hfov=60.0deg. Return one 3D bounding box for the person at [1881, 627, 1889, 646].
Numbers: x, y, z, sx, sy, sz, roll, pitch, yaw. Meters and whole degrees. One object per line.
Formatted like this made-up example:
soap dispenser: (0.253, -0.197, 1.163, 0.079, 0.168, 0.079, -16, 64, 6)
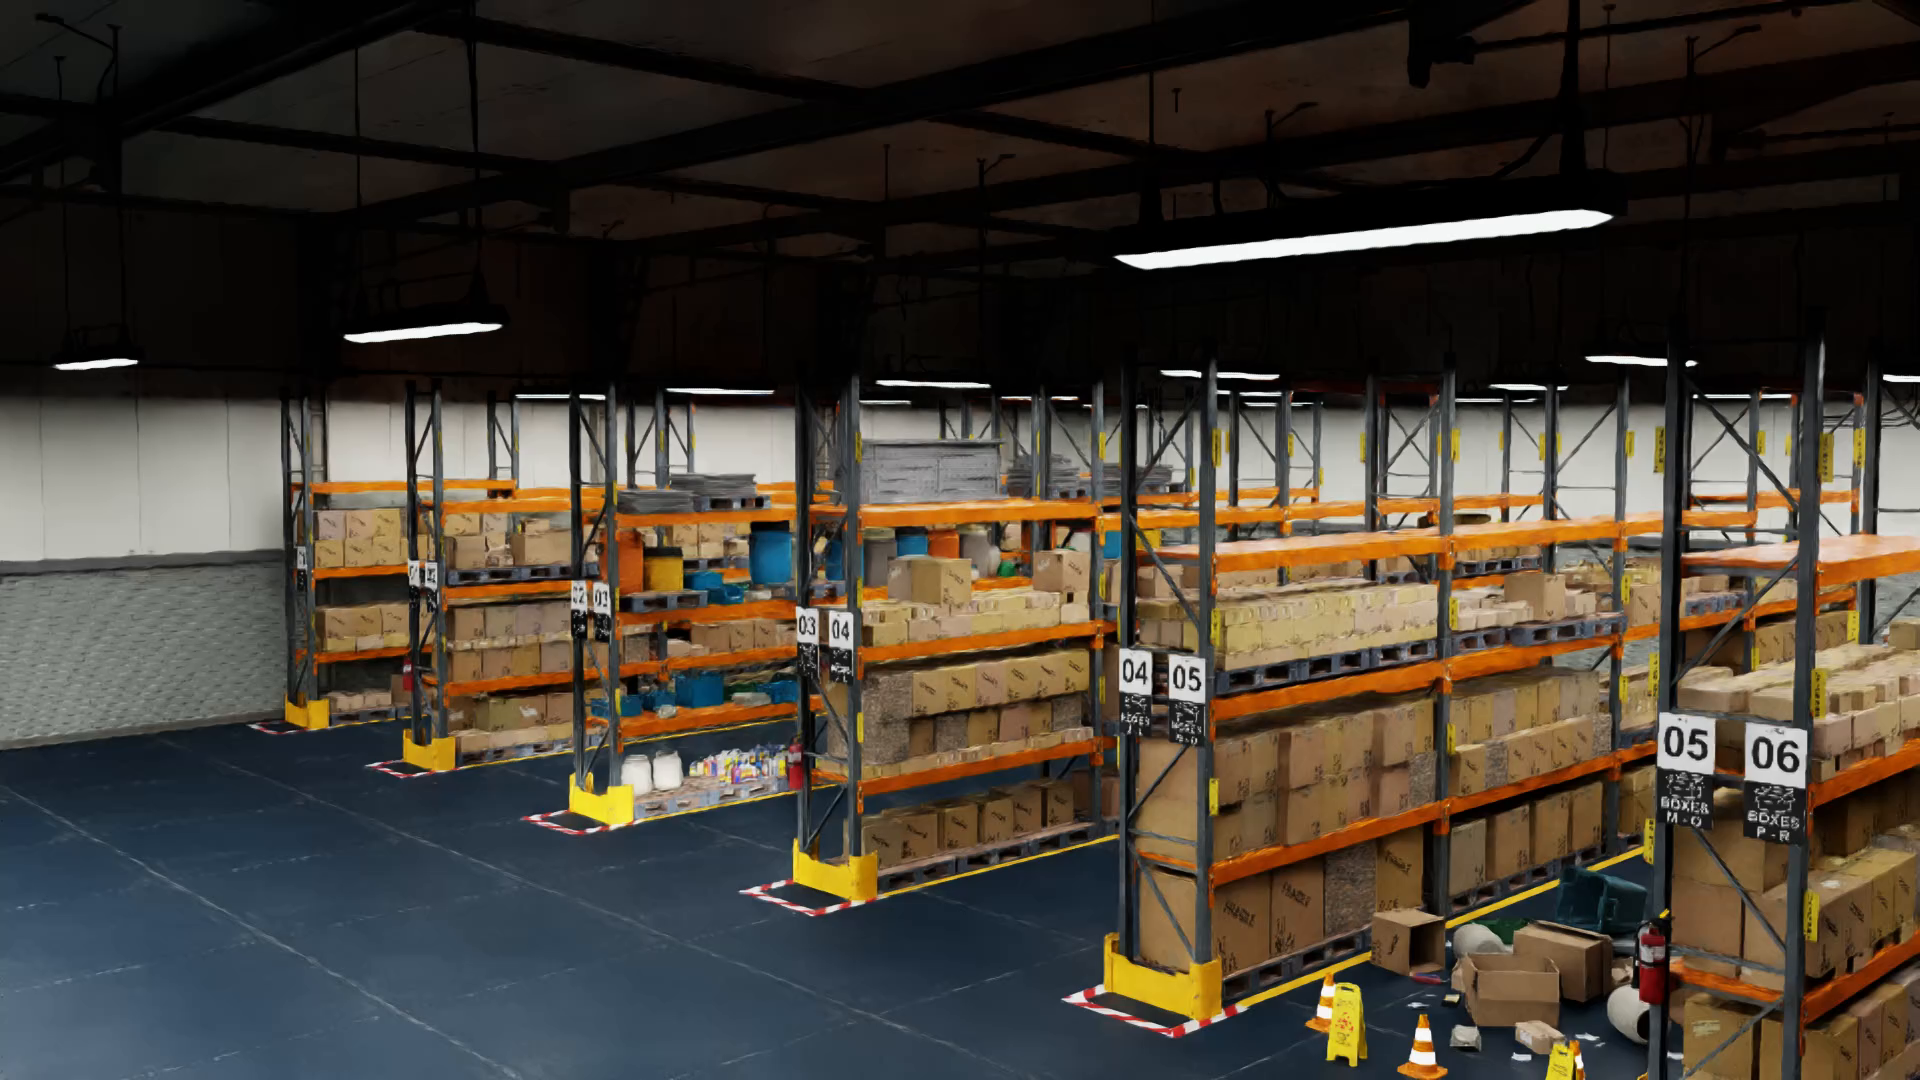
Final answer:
person: (16.484, 2.416, 29.255, 0.573, 1.772, 0.592, 0, 4, -8)
